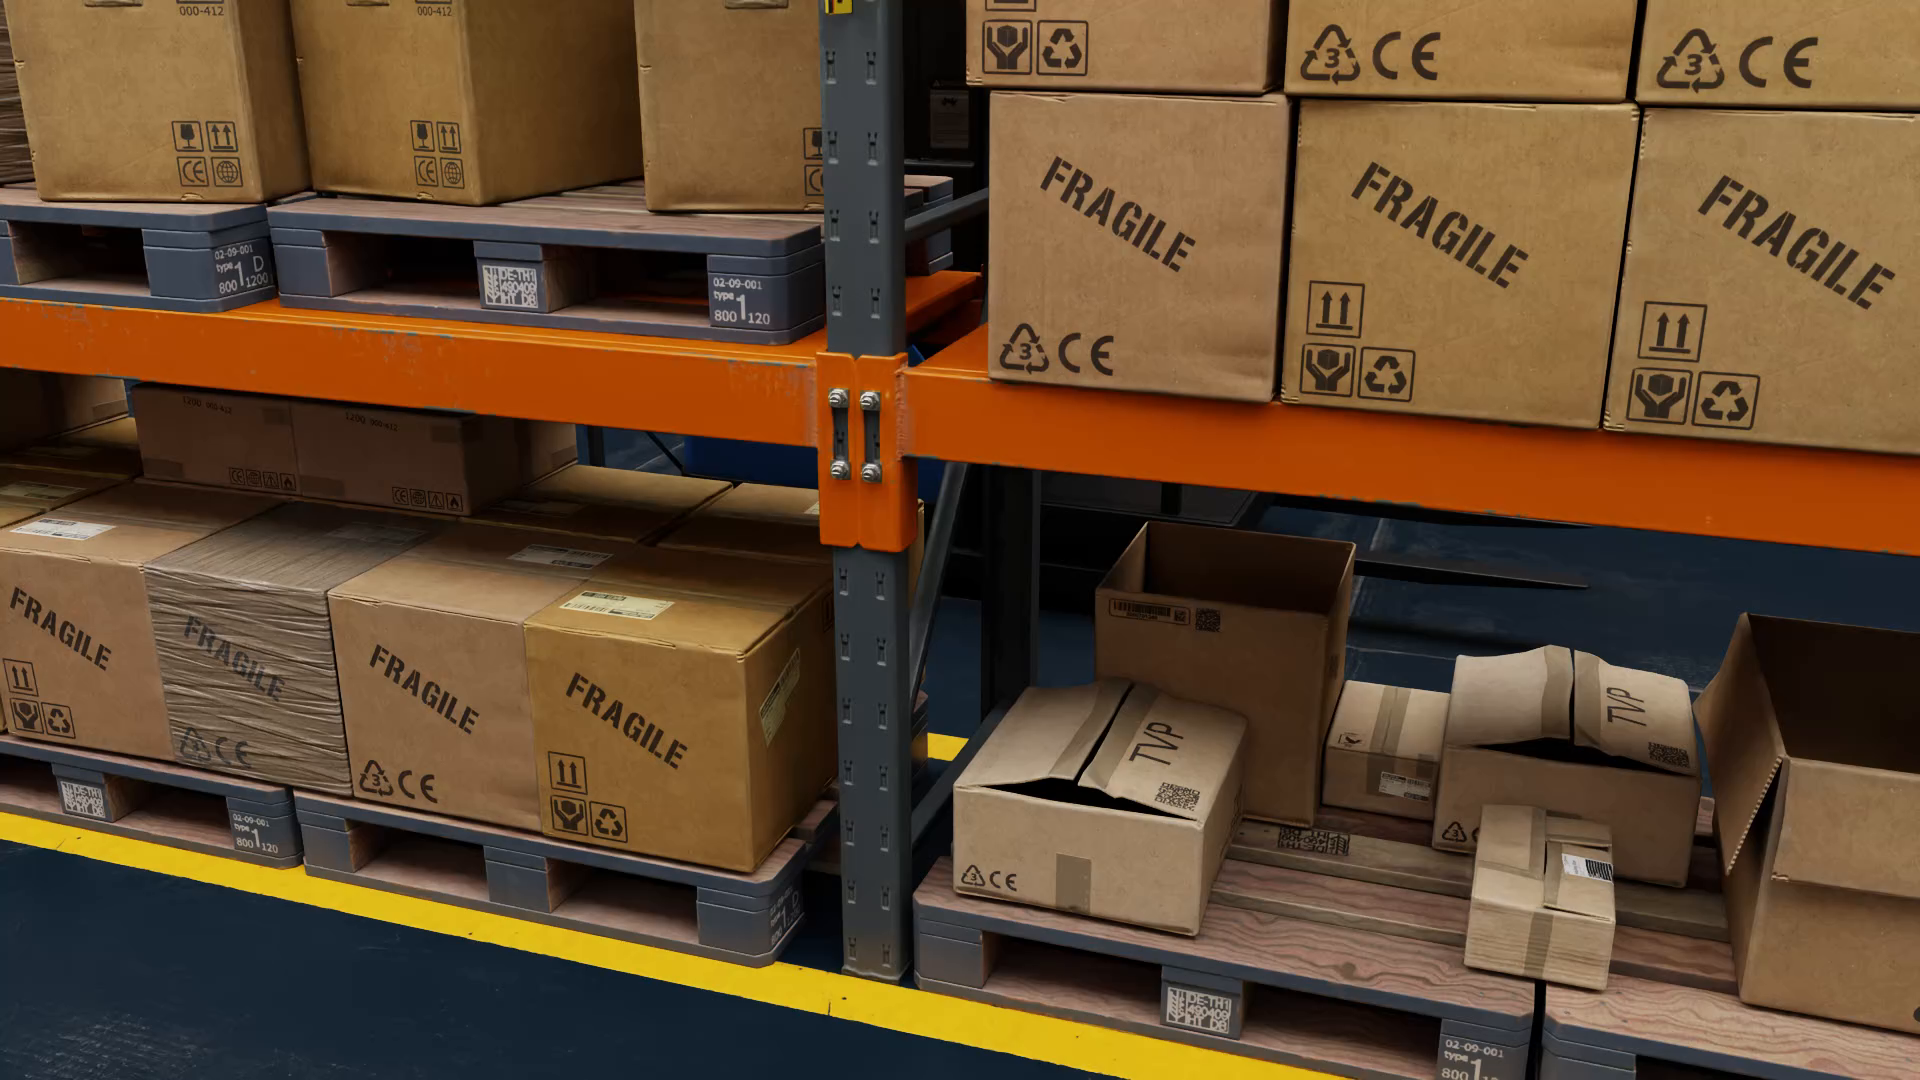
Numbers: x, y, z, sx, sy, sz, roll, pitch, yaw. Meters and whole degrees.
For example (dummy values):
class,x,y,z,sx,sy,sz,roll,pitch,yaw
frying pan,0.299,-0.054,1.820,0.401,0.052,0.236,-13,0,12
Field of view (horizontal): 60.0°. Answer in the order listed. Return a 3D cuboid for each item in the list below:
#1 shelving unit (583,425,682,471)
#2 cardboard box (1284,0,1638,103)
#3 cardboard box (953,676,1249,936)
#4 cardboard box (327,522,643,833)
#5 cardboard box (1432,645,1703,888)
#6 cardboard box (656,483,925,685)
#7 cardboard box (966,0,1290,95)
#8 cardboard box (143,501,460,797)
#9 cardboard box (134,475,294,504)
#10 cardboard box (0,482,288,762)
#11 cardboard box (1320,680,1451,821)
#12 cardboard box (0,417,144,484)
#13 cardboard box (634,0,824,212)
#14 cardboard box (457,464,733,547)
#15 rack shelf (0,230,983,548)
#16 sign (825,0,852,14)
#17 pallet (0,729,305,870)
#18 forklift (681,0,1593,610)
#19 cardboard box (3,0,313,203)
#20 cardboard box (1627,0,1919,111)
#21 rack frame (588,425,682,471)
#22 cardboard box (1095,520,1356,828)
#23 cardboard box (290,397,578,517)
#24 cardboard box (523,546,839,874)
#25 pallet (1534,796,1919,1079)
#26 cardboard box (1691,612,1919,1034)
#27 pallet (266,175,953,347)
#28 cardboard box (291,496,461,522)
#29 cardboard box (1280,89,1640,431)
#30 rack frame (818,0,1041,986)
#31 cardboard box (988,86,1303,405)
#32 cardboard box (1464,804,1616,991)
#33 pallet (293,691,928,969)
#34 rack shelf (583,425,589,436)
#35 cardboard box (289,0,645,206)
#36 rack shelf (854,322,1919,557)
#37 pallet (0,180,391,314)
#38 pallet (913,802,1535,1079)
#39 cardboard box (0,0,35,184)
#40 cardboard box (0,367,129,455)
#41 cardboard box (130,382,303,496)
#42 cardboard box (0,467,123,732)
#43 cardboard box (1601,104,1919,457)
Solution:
class,x,y,z,sx,sy,sz,roll,pitch,yaw
shelving unit,-1.505,-0.776,6.025,1.048,1.500,0.538,14,24,35
cardboard box,0.817,-0.983,2.667,0.500,0.500,0.500,6,20,16
cardboard box,0.303,0.517,3.452,0.500,0.311,0.500,7,20,18
cardboard box,-1.047,0.295,3.802,0.500,0.500,0.500,7,20,18
cardboard box,1.317,0.459,3.619,0.500,0.311,0.500,7,20,18
cardboard box,-0.400,0.187,4.111,0.500,0.500,0.500,6,20,16
cardboard box,0.330,-1.038,2.827,0.500,0.500,0.500,7,20,19
cardboard box,-1.521,0.241,3.958,0.500,0.500,0.500,7,20,19
cardboard box,-1.854,0.022,4.585,0.500,0.500,0.500,6,20,16
cardboard box,-2.002,0.186,4.113,0.500,0.500,0.500,6,20,16
cardboard box,0.982,0.476,3.816,0.250,0.149,0.380,7,20,18
cardboard box,-2.352,-0.033,4.742,0.500,0.500,0.500,6,20,16
cardboard box,-0.397,-1.024,3.666,0.500,0.500,0.700,0,19,0
cardboard box,-0.907,0.133,4.267,0.500,0.500,0.500,7,20,19
rack shelf,-1.912,-0.534,4.143,4.000,0.370,1.077,7,20,18
sign,-0.202,-1.031,2.718,0.005,0.325,0.100,7,20,18
pallet,-1.960,0.452,4.459,1.213,0.211,1.003,7,20,18
forklift,0.589,-1.310,5.382,3.031,2.935,1.130,7,20,20
cardboard box,-1.712,-1.075,3.812,0.500,0.500,0.700,1,19,4
cardboard box,1.303,-0.927,2.508,0.500,0.500,0.500,6,20,16
rack frame,-1.101,-0.675,5.734,0.032,1.500,0.500,14,24,35
cardboard box,0.608,0.289,3.820,0.500,0.500,0.500,7,20,18
cardboard box,-1.345,-0.275,4.298,0.500,0.250,0.500,7,20,18
cardboard box,-0.583,0.351,3.641,0.500,0.500,0.500,6,20,18
pallet,1.782,0.865,3.274,1.213,0.211,1.003,7,20,18
cardboard box,1.753,0.515,3.166,0.637,0.503,0.797,7,20,18
pallet,-0.742,-0.687,3.782,1.213,0.211,1.003,7,20,18
cardboard box,-1.377,0.077,4.428,0.500,0.500,0.500,7,20,19
cardboard box,0.854,-0.511,2.832,0.500,0.500,0.500,7,20,19
rack frame,-0.023,-0.657,3.405,0.127,3.000,1.000,7,20,18
cardboard box,0.369,-0.565,2.988,0.500,0.500,0.500,7,20,19
cardboard box,1.123,0.676,3.217,0.250,0.166,0.380,7,20,18
pallet,-0.804,0.583,4.082,1.213,0.211,1.003,7,20,18
rack shelf,-1.505,-0.607,6.084,1.000,0.185,0.538,14,24,35
cardboard box,-1.067,-1.078,3.822,0.500,0.500,0.700,10,22,27
rack shelf,1.866,-0.102,2.904,4.000,0.370,1.077,7,20,18
pallet,-1.963,-0.790,4.078,1.213,0.211,1.003,7,20,18
pallet,0.626,0.734,3.650,1.213,0.211,1.003,7,20,18
cardboard box,-2.368,-1.144,4.011,0.500,0.500,0.700,11,22,28
cardboard box,-2.786,-0.438,4.766,0.500,0.250,0.500,7,21,20
cardboard box,-1.819,-0.329,4.453,0.500,0.250,0.500,6,20,17
cardboard box,-2.497,0.132,4.270,0.500,0.500,0.500,6,20,17
cardboard box,1.326,-0.456,2.675,0.500,0.500,0.500,6,20,18
